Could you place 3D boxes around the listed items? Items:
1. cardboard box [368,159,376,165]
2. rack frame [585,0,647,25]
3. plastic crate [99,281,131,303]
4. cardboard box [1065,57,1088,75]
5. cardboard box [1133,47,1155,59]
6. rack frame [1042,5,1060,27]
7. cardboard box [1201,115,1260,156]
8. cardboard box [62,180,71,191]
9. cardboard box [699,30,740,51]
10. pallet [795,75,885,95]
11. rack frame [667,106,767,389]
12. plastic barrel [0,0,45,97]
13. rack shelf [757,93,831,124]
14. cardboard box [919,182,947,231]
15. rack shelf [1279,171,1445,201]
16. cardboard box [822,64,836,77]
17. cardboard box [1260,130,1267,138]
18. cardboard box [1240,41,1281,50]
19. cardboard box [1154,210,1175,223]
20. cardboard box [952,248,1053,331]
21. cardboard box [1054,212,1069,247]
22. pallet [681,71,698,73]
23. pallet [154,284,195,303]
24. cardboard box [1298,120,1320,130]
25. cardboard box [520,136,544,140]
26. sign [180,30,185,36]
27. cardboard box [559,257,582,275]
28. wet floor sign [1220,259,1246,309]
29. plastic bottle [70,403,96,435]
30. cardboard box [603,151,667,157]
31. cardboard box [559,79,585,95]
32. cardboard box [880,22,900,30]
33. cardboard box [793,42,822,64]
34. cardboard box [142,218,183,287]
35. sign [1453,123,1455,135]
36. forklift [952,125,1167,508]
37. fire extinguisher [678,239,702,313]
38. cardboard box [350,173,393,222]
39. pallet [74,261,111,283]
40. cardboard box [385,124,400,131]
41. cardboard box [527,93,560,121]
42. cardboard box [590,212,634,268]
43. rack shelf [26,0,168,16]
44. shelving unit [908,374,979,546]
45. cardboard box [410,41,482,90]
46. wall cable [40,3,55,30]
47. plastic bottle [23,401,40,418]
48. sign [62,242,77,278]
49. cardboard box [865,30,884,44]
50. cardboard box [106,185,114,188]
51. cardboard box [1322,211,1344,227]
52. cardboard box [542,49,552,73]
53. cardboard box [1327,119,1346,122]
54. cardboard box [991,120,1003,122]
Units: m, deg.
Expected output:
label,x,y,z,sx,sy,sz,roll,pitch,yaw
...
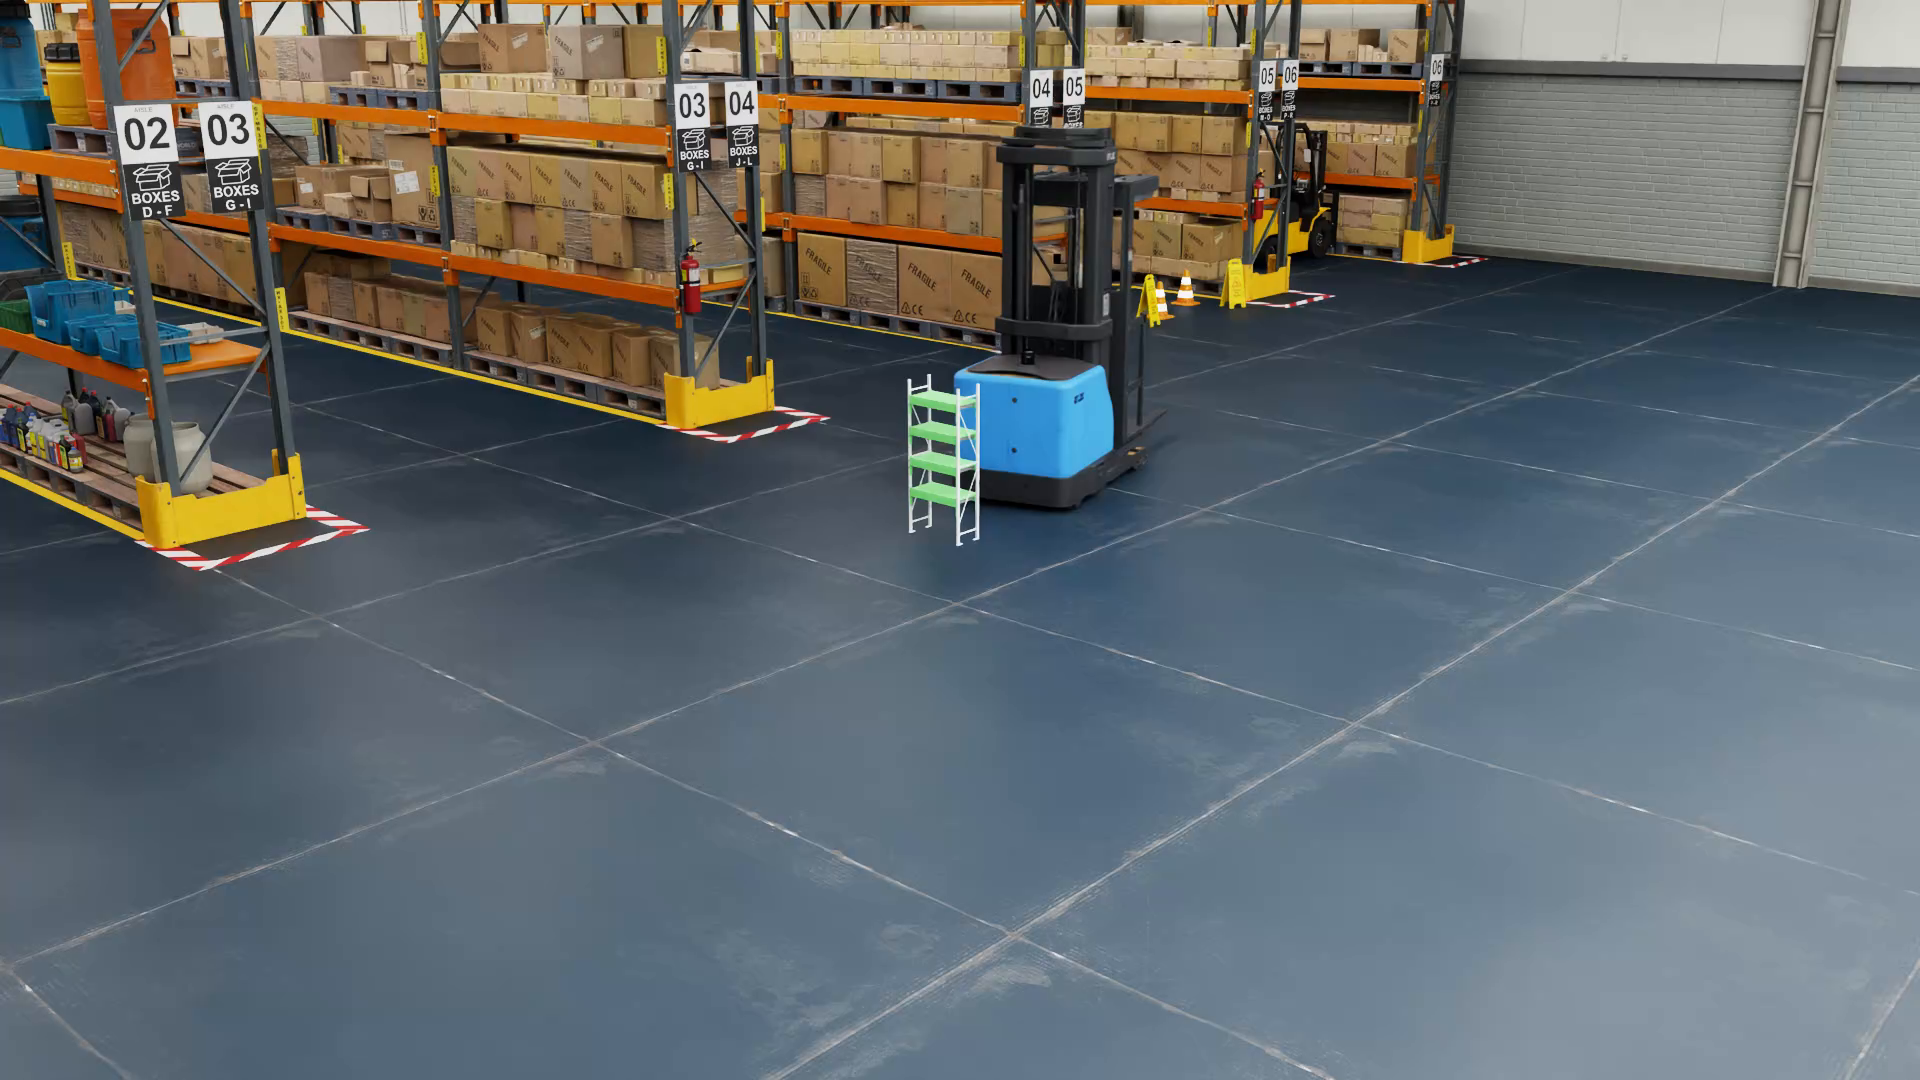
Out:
label,x,y,z,sx,sy,sz,roll,pitch,yaw
cardboard box,-9.857,-6.448,28.386,0.250,0.149,0.380,14,23,38
rack frame,-4.919,-8.205,23.589,0.127,3.000,1.000,15,23,39
plastic crate,-7.575,-2.088,14.479,0.616,0.251,0.499,15,23,39
cardboard box,1.822,-6.931,24.290,0.500,0.250,0.500,15,23,39
cardboard box,2.656,-6.871,23.442,0.250,0.149,0.380,16,23,41
rack frame,1.583,-10.469,30.723,0.127,3.000,1.000,15,23,39
cardboard box,3.747,-5.599,22.985,0.500,0.500,0.700,14,23,38
cardboard box,-13.073,-5.276,24.692,0.250,0.149,0.380,14,23,38
cardboard box,-4.234,-8.724,29.324,0.500,0.500,0.500,15,23,38
pallet,-1.323,-5.763,21.001,1.213,0.211,1.003,15,23,39
rack frame,-2.304,-2.637,15.964,0.127,3.000,1.000,15,23,39
plastic barrel,-7.910,-3.965,13.664,0.708,0.901,0.600,15,23,39
rack shelf,-3.424,-6.031,22.887,4.000,0.370,1.077,15,23,39
cardboard box,-0.005,-4.121,20.392,0.550,0.550,0.875,15,23,39
rack shelf,6.070,-6.062,27.944,4.000,0.370,1.077,15,23,39
cardboard box,-1.500,-5.848,20.678,0.250,0.149,0.380,15,23,39
cardboard box,5.182,-6.876,28.081,0.250,0.149,0.380,16,23,40
cardboard box,5.035,-8.219,27.881,0.500,0.311,0.500,16,23,40
cardboard box,2.997,-4.647,23.836,0.250,0.149,0.380,16,23,40
cardboard box,0.513,-3.048,20.075,0.875,0.875,0.875,15,23,40
cardboard box,1.545,-4.750,25.232,0.500,0.500,0.500,16,24,42
pallet,-4.403,-6.568,23.702,1.003,0.211,1.213,16,24,42
pallet,-10.652,-3.580,23.543,1.213,0.211,1.003,15,23,39
cardboard box,5.830,-6.887,27.625,0.250,0.149,0.380,15,23,39
cardboard box,-6.710,-6.267,26.139,0.250,0.149,0.380,14,22,38
sign,-10.926,-6.998,23.369,0.005,0.325,0.100,15,23,39
cardboard box,-3.846,-2.806,16.909,0.250,0.149,0.380,15,23,39
wet floor sign,3.706,-3.477,22.502,0.267,0.644,0.232,-9,20,-27
plastic bottle,-7.846,-1.090,14.864,0.135,0.276,0.152,15,23,39
cardboard box,-3.278,-3.678,16.931,0.500,0.500,0.500,15,23,39
cardboard box,-3.687,-4.434,16.254,0.250,0.149,0.380,14,22,37
cardboard box,-1.416,-10.170,33.120,0.258,0.266,0.396,15,23,39
cardboard box,-1.748,-6.129,20.903,0.500,0.250,0.500,15,23,40
cardboard box,-10.787,-4.110,23.423,0.875,0.875,1.225,15,23,39
sign,7.939,-6.578,26.818,0.005,0.325,0.100,15,23,39
forklift,1.018,-2.054,14.237,1.130,2.935,3.031,8,19,24
fire extinguisher,-2.524,-2.473,15.574,0.183,0.674,0.296,15,23,39
cardboard box,-6.653,-4.017,19.446,0.797,0.503,0.637,-15,23,-40
pallet,-12.713,-4.133,25.286,1.213,0.211,1.003,15,23,39
cardboard box,-9.206,-7.057,27.578,0.500,0.500,0.500,16,23,41
cardboard box,-3.966,-4.339,16.615,0.500,0.250,0.500,15,23,38
cardboard box,-3.150,-3.017,16.502,0.500,0.500,0.875,15,23,39
rack shelf,-12.775,-7.774,24.083,4.000,0.370,1.077,15,23,39
shelving unit,-0.124,-0.605,12.535,0.503,1.200,0.258,15,23,39
cardboard box,-5.581,-5.237,18.329,0.637,0.503,0.797,14,22,37
wall cable,-16.212,-12.158,30.727,0.120,5.999,2.277,15,23,39
plastic bottle,-8.159,-1.044,14.594,0.185,0.351,0.144,15,23,39
sign,-8.210,-2.574,15.307,0.005,0.325,0.100,15,23,39
cardboard box,-0.928,-6.075,20.074,0.250,0.149,0.380,15,23,39
cardboard box,-11.783,-5.146,23.626,0.500,0.250,0.500,14,23,38
cardboard box,6.227,-5.360,27.568,0.500,0.250,0.500,14,23,38
cardboard box,-5.898,-6.978,24.515,0.500,0.500,0.500,15,23,39
cardboard box,6.319,-6.935,27.775,0.250,0.149,0.380,15,23,40
cardboard box,0.386,-6.434,26.576,0.500,0.500,0.500,15,23,39
